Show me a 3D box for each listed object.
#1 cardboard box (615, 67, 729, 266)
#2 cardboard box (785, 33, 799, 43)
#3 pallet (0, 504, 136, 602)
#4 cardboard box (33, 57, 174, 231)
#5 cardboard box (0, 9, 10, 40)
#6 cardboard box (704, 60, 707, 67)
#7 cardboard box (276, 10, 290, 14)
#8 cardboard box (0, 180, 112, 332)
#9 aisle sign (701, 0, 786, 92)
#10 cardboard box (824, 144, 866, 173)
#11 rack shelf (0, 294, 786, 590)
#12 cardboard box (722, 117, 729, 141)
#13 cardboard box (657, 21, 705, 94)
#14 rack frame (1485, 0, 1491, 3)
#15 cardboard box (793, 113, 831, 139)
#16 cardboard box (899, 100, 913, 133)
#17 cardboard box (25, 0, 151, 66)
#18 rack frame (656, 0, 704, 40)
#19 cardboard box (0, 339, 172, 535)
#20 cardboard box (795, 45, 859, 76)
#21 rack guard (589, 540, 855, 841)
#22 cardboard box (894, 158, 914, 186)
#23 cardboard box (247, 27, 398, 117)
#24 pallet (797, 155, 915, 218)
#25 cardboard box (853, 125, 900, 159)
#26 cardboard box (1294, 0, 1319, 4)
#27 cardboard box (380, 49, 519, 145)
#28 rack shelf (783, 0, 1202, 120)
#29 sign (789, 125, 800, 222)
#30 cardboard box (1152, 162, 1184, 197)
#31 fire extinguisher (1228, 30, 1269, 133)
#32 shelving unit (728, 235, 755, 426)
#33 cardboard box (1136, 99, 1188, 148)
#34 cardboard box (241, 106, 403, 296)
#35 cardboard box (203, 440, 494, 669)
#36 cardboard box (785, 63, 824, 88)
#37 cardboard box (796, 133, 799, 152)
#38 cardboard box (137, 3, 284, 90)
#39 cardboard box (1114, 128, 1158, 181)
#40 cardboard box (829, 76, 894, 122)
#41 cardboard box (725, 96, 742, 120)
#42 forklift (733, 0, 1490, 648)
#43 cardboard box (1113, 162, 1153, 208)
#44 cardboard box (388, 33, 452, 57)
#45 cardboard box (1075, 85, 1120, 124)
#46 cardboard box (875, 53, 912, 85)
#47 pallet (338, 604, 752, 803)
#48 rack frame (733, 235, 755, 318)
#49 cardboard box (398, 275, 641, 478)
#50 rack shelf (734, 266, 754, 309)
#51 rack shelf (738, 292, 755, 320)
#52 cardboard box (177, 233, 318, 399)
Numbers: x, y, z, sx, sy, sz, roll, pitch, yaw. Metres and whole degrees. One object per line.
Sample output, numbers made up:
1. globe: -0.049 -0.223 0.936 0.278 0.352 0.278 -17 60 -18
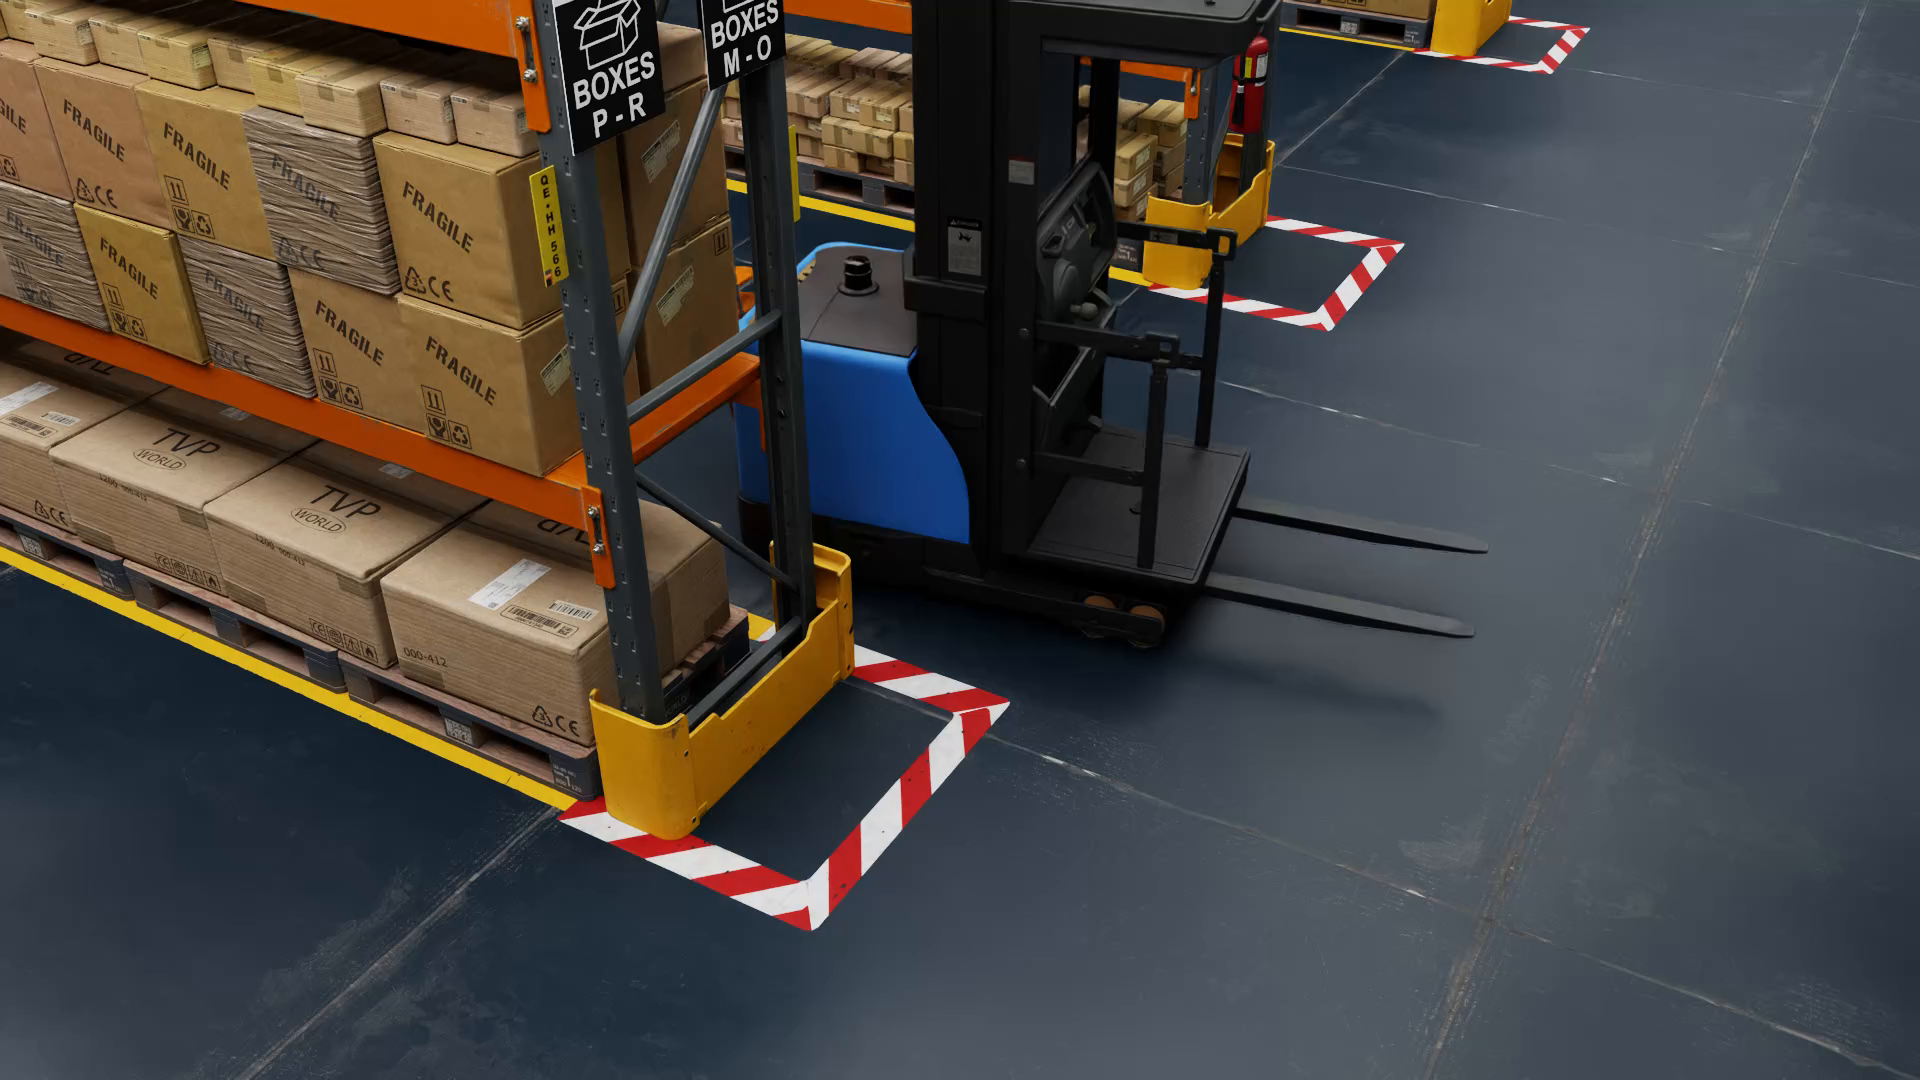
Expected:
1. cardboard box: -1.121 -1.266 5.452 0.500 0.500 0.500 17 37 23
2. cardboard box: -1.271 -3.261 11.097 0.250 0.149 0.380 18 38 25
3. pallet: -3.698 -0.232 7.407 1.213 0.211 1.003 18 37 24
4. cardboard box: -2.715 -1.421 5.686 0.500 0.500 0.500 17 37 24
5. cardboard box: -3.299 -1.858 5.756 0.250 0.149 0.380 16 37 23
6. cardboard box: -1.545 -2.986 10.684 0.250 0.149 0.380 20 38 27
7. cardboard box: -2.136 -1.861 5.762 0.250 0.149 0.380 18 38 25
8. cardboard box: -3.178 -1.145 6.174 0.500 0.500 0.500 18 38 25
9. aisle sign: -0.640 -1.741 4.812 0.004 0.787 0.394 18 37 24
10. cardboard box: -0.647 -2.445 10.409 0.250 0.149 0.380 17 37 23
11. rack shelf: -2.583 -0.790 6.378 4.000 0.370 1.077 18 37 24
12. cardboard box: -1.563 -2.709 10.805 0.250 0.149 0.380 19 38 26
13. cardboard box: -1.017 -1.498 5.215 0.250 0.149 0.380 18 38 25
14. rack frame: 4.071 -5.308 12.515 0.127 3.000 1.000 18 37 24
15. cardboard box: -0.841 -2.669 10.476 0.250 0.149 0.380 19 38 27
16. cardboard box: -0.169 -2.590 10.089 0.250 0.149 0.380 16 37 23
17. cardboard box: -2.861 -1.727 5.560 0.250 0.149 0.380 18 38 25
18. rack frame: -1.951 -4.049 10.624 0.127 3.000 1.000 18 37 24
19. cardboard box: -3.827 -0.523 7.262 0.875 0.438 0.875 17 37 24
20. cardboard box: -0.865 -3.087 10.836 0.250 0.149 0.380 19 38 26
21. rack guard: -0.825 0.508 6.036 0.348 0.500 1.175 18 37 24
22. cardboard box: -0.199 -2.304 10.197 0.250 0.149 0.380 18 38 25
23. cardboard box: -1.954 -1.447 5.139 0.250 0.149 0.380 18 38 25
24. pallet: -0.287 -2.386 10.642 1.213 0.211 1.003 18 37 24
25. cardboard box: -0.452 -2.489 10.206 0.250 0.149 0.380 18 38 25
26. cardboard box: 2.686 -4.986 13.569 0.875 0.875 0.875 18 37 24
27. cardboard box: -1.489 -1.327 4.959 0.250 0.149 0.380 18 38 25
28. rack shelf: -0.214 -3.199 9.997 4.000 0.370 1.077 18 37 24
29. sign: -0.566 -1.198 5.490 0.005 0.325 0.100 18 37 24
30. cardboard box: 1.226 -2.235 10.094 0.250 0.149 0.380 18 38 25
31. fire extinguisher: 1.512 -2.470 8.659 0.183 0.674 0.296 18 37 24
32. shelving unit: -0.933 -0.835 7.408 0.189 1.200 0.258 6 33 28
33. cardboard box: 1.236 -2.492 9.943 0.250 0.149 0.380 16 37 22
34. cardboard box: -1.851 -1.144 5.270 0.500 0.500 0.500 18 38 25
35. cardboard box: -2.267 -0.028 6.519 0.875 0.438 0.875 19 38 26
36. cardboard box: -1.063 -2.879 10.524 0.250 0.149 0.380 17 37 23
37. cardboard box: -1.076 -2.620 10.671 0.250 0.149 0.380 17 37 23
38. cardboard box: -2.392 -1.594 5.359 0.250 0.149 0.380 19 38 26
39. cardboard box: 0.937 -2.208 9.516 0.250 0.149 0.380 18 38 25
40. cardboard box: -0.605 -2.735 10.307 0.250 0.149 0.380 16 37 22
41. cardboard box: -1.301 -2.831 10.720 0.250 0.149 0.380 17 37 24
42. forklift: 0.634 -1.125 6.294 3.031 2.935 1.130 11 35 16
43. cardboard box: 0.922 -2.069 9.575 0.250 0.149 0.380 17 37 23
44. cardboard box: -1.686 -1.726 5.558 0.250 0.149 0.380 16 37 23
45. cardboard box: 0.782 -2.641 10.166 0.250 0.149 0.380 17 37 24
46. cardboard box: -0.344 -2.989 10.688 0.250 0.149 0.380 16 37 23
47. pallet: -1.579 0.439 6.400 1.213 0.211 1.003 18 37 24
48. rack frame: -0.853 -0.827 7.365 0.006 1.200 0.240 6 33 28
49. cardboard box: -1.396 -0.586 5.333 0.500 0.500 0.500 18 38 25
50. rack shelf: -0.985 -1.108 7.257 0.180 0.103 0.258 6 33 28
51. rack shelf: -0.965 -1.004 7.314 0.180 0.103 0.258 6 33 28
52. cardboard box: -2.276 -0.868 5.757 0.500 0.500 0.500 19 38 26
